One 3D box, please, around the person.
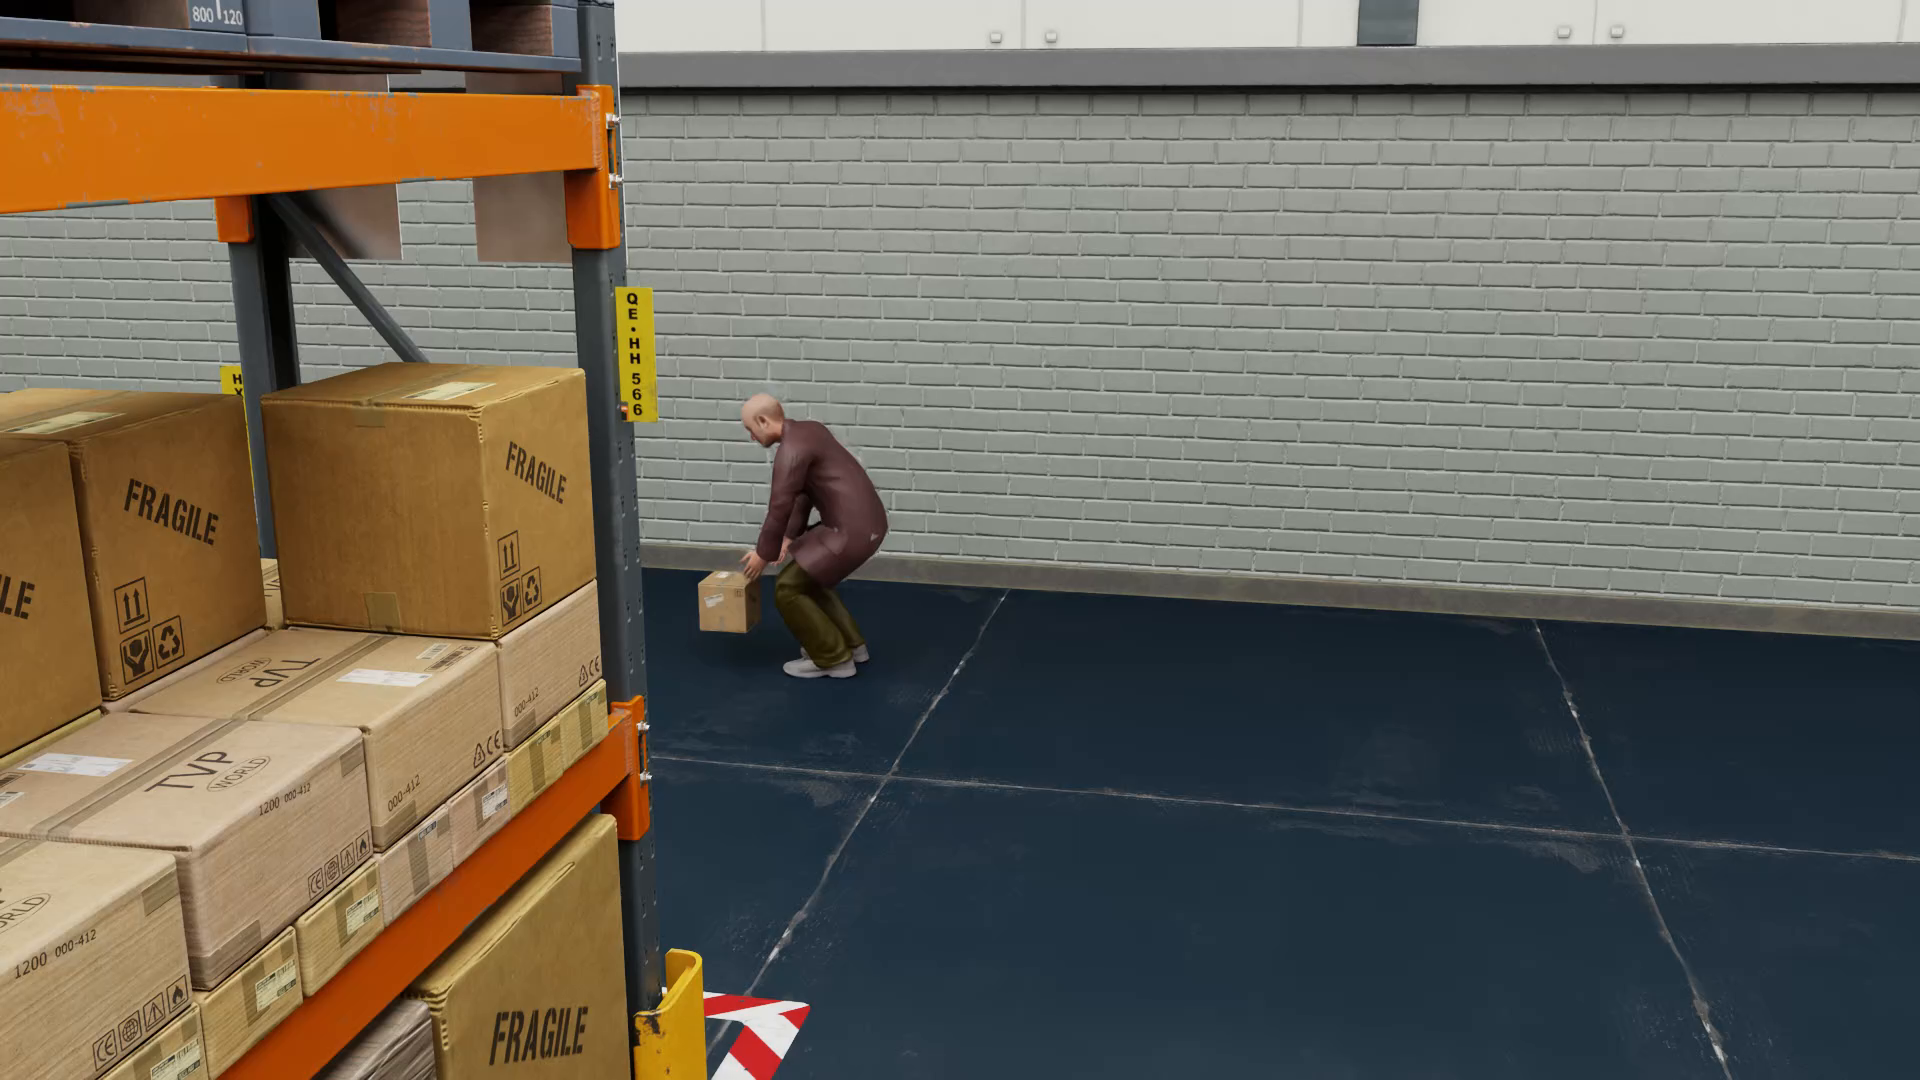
[{"bbox_3d":[-0.746,0.051,8.378,0.787,1.263,0.633,3,15,11],"label":"person"}]
